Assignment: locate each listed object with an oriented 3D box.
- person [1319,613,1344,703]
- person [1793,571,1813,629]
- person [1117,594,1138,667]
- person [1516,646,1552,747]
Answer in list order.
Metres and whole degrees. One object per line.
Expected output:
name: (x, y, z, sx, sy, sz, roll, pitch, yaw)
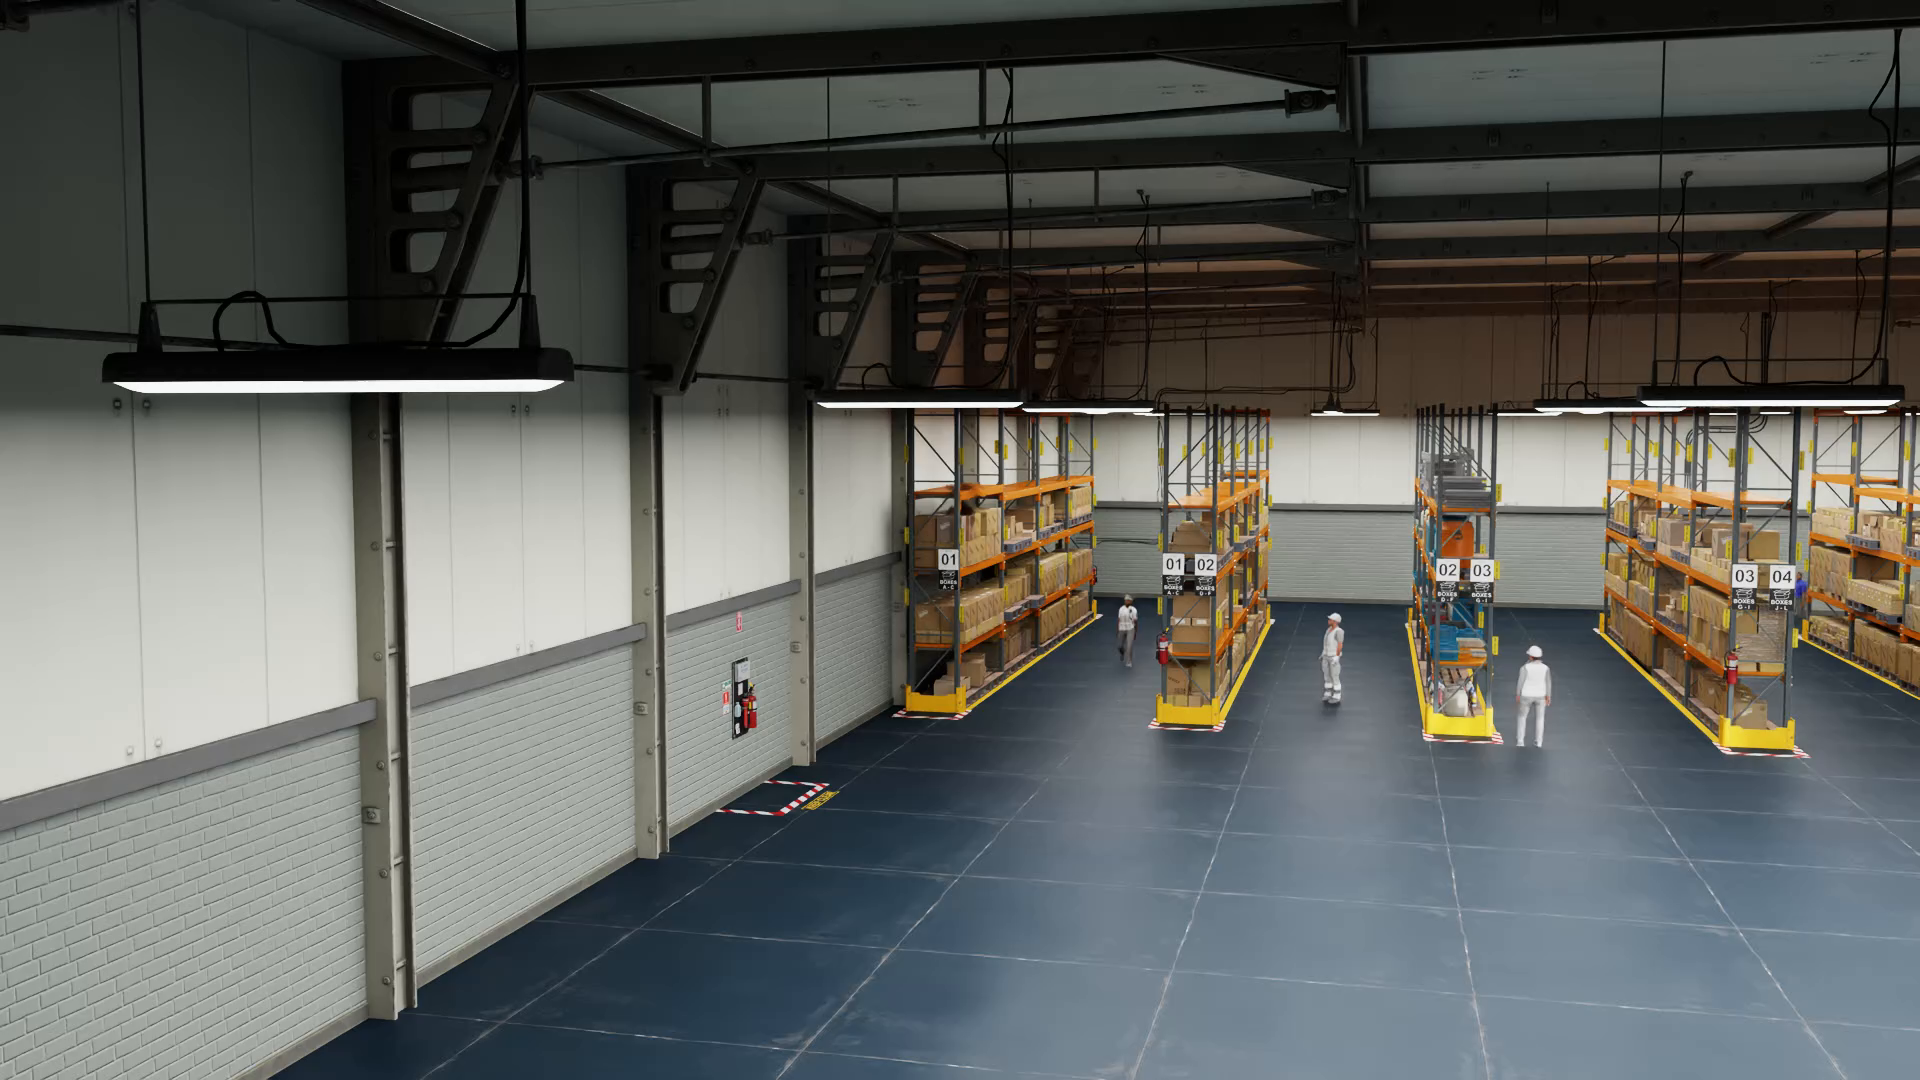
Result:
person: (7.529, 2.386, 33.720, 0.407, 1.805, 0.590, -3, 5, -32)
person: (22.477, 1.651, 44.521, 0.774, 1.620, 0.473, -1, 4, -15)
person: (3.874, 2.078, 38.481, 0.480, 1.663, 0.665, 1, 4, 12)
person: (10.023, 2.729, 29.032, 0.575, 1.781, 0.487, 1, 4, 16)
